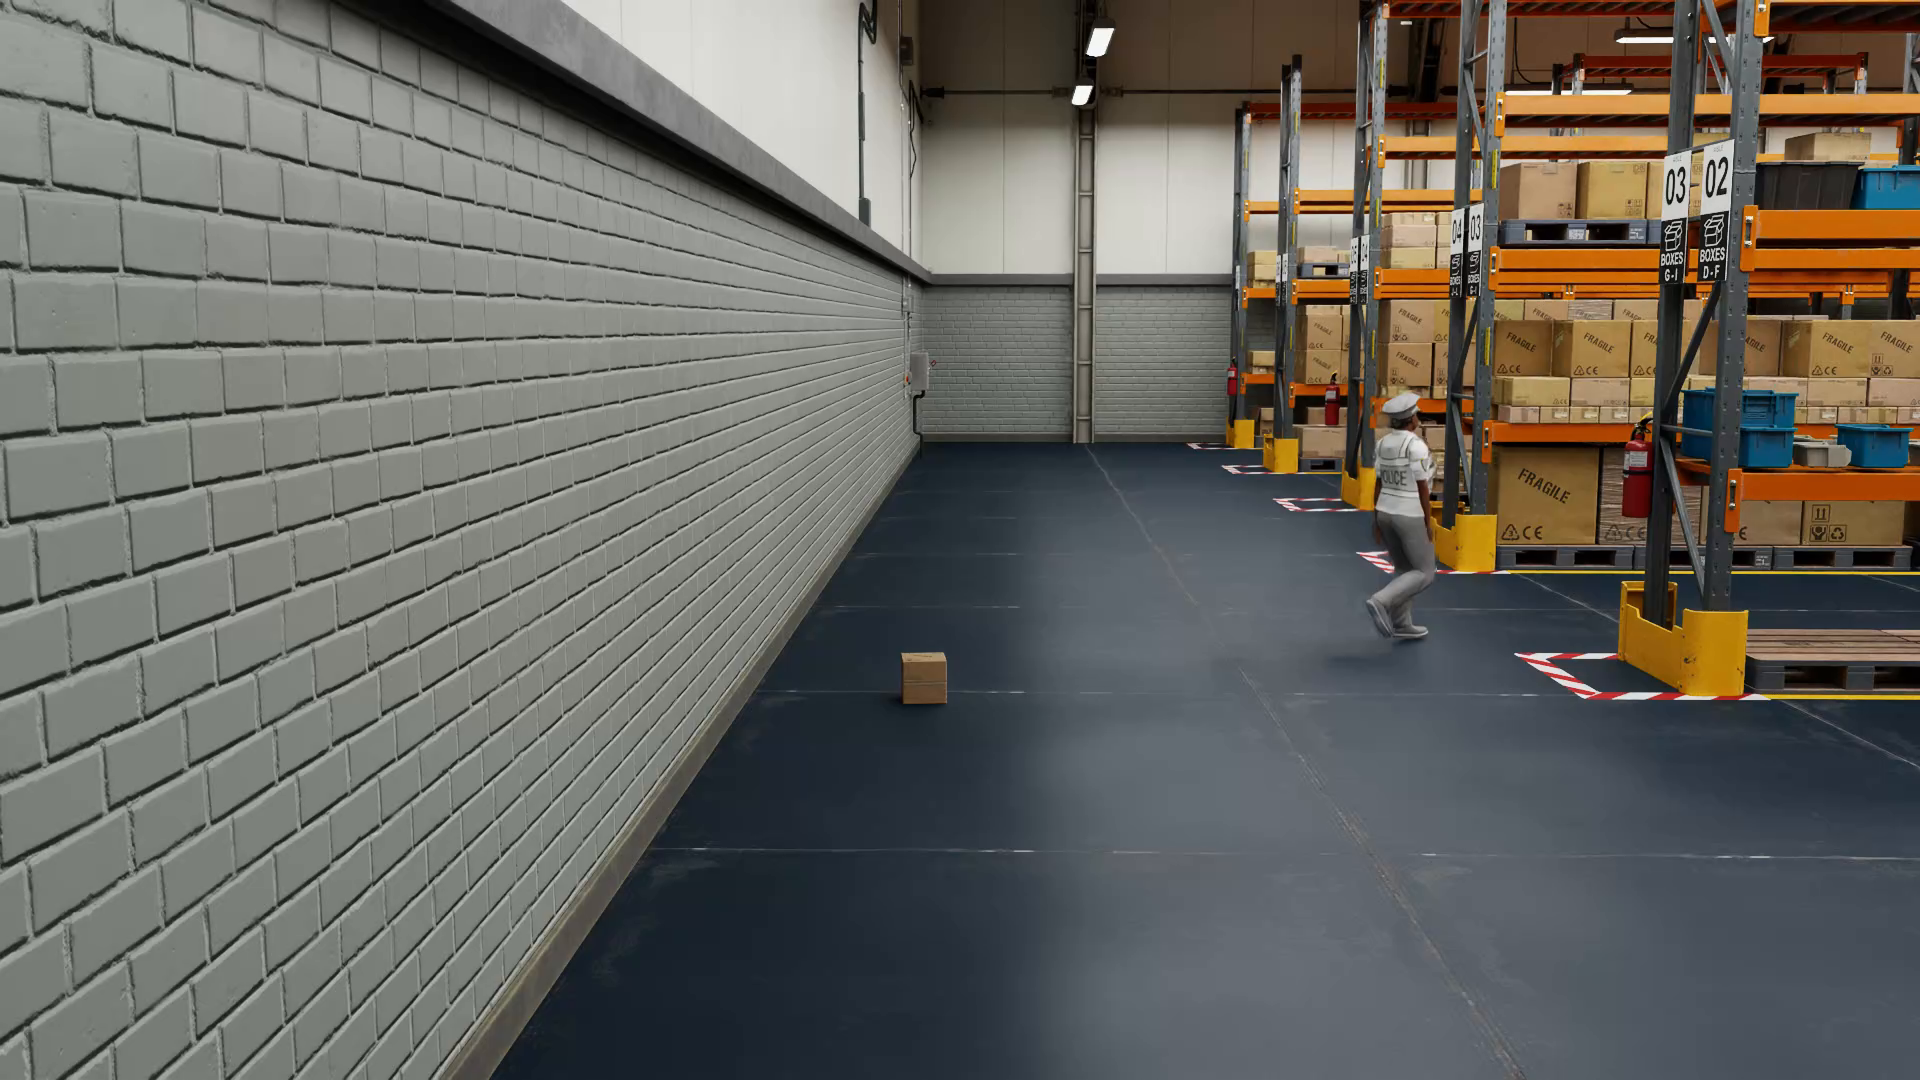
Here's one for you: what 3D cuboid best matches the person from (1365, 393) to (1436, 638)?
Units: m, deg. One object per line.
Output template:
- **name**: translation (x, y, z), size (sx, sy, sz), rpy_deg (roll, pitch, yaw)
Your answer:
- **person**: translation (2.953, -0.150, 11.214), size (0.663, 1.680, 0.432), rpy_deg (-3, 8, -25)
